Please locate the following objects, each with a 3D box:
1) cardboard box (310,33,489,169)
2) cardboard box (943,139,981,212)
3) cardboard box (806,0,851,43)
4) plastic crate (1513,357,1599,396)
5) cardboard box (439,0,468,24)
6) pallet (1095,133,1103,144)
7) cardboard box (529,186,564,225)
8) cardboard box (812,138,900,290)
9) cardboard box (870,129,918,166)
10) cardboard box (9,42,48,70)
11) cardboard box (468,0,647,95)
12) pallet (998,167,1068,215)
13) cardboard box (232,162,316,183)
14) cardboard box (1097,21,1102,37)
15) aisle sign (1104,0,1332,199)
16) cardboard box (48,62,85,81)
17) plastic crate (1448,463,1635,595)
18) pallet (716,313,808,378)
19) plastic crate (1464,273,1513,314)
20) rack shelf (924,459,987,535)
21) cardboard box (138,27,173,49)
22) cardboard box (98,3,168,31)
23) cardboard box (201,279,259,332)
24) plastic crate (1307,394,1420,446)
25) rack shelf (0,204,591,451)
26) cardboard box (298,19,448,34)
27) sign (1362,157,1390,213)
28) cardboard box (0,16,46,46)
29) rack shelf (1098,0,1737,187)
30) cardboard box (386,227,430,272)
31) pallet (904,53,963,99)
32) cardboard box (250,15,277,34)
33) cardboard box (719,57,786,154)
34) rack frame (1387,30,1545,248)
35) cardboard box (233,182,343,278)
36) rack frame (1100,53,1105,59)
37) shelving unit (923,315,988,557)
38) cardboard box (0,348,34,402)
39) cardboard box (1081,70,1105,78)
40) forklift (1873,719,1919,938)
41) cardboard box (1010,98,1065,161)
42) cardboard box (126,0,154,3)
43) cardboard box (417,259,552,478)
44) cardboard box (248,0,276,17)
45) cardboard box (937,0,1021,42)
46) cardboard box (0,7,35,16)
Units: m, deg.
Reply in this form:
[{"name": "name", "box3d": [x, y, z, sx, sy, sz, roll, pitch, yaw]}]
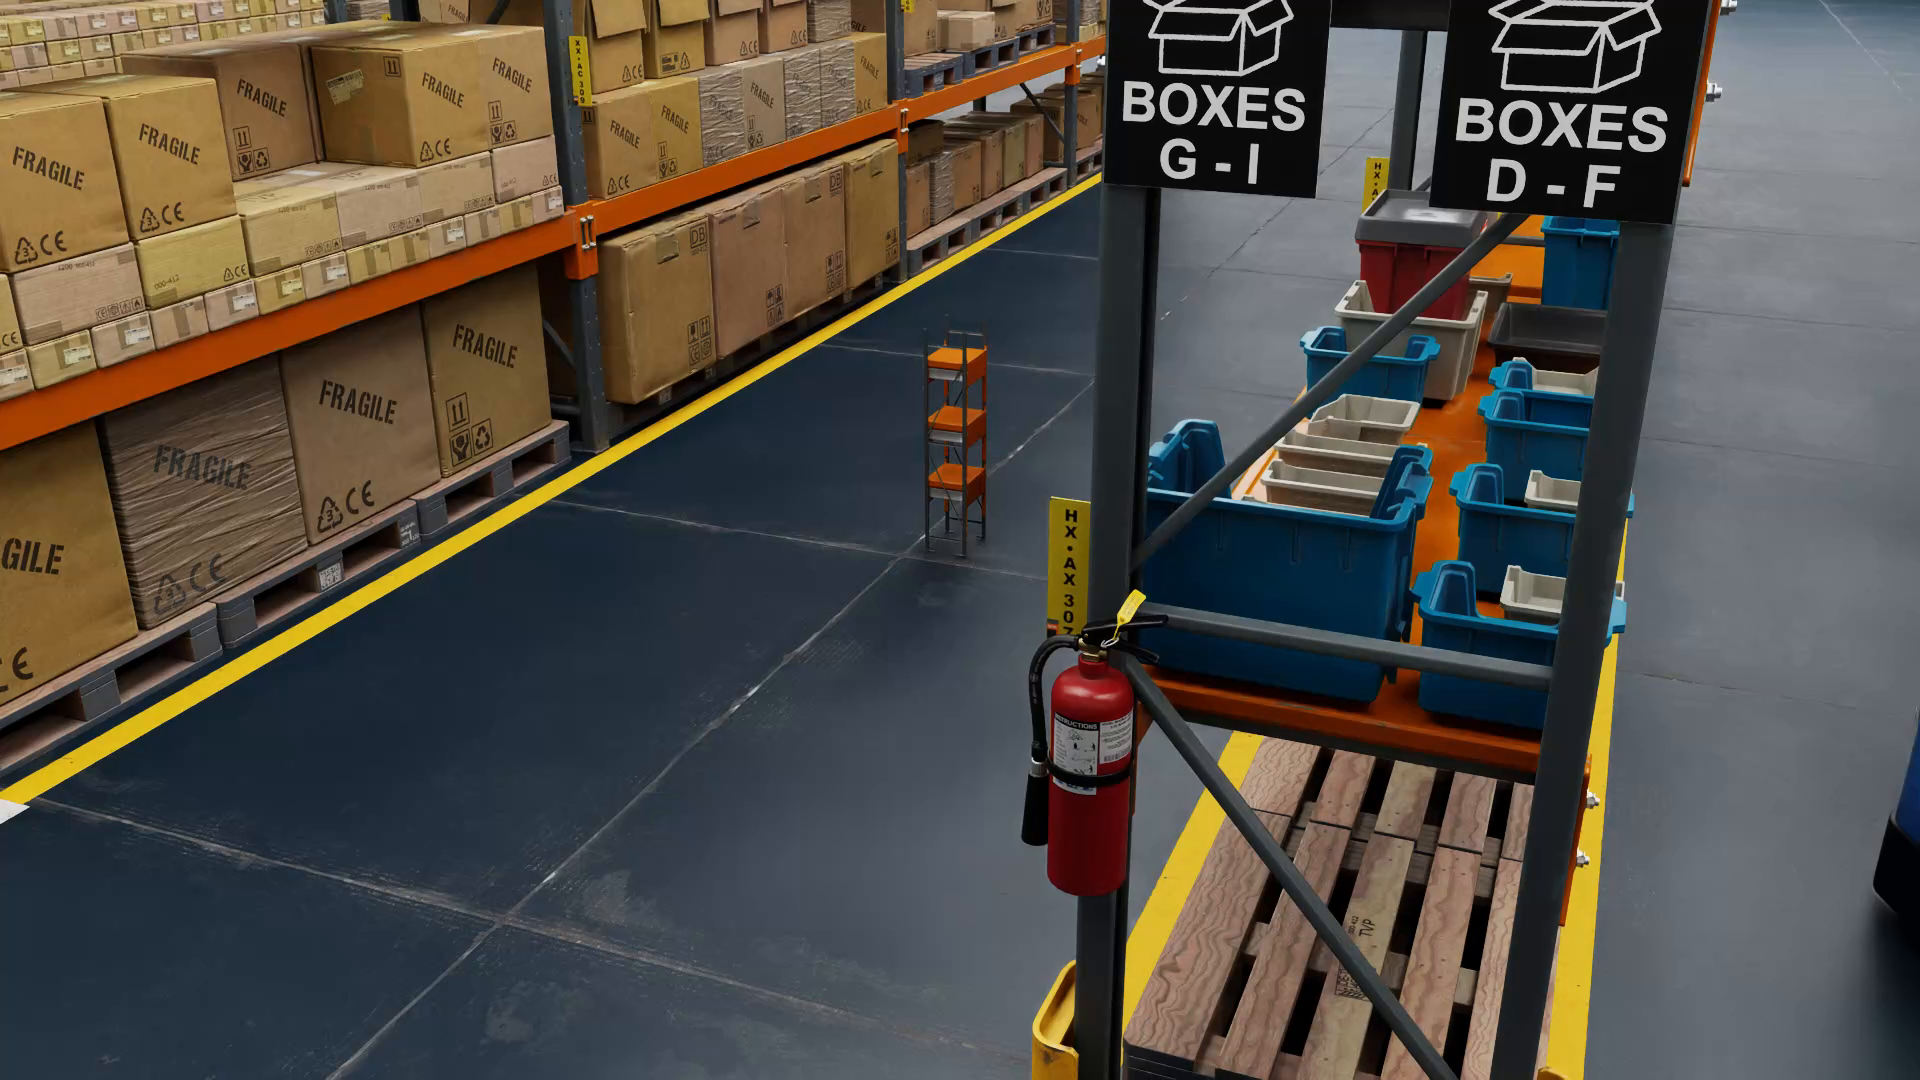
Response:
[{"name": "cardboard box", "box3d": [-2.476, -1.957, 7.378, 0.500, 0.500, 0.500, 9, 24, 21]}, {"name": "cardboard box", "box3d": [-0.249, -3.052, 13.837, 0.700, 0.500, 0.500, 11, 25, 24]}, {"name": "cardboard box", "box3d": [-1.164, -3.605, 11.058, 0.797, 0.503, 0.637, 10, 25, 22]}, {"name": "plastic crate", "box3d": [1.867, -0.455, 5.211, 0.293, 0.136, 0.466, 9, 24, 20]}, {"name": "cardboard box", "box3d": [-4.654, -4.633, 14.819, 0.500, 0.500, 0.500, 9, 24, 20]}, {"name": "pallet", "box3d": [1.276, -4.184, 17.492, 1.003, 0.211, 1.213, 9, 24, 20]}, {"name": "cardboard box", "box3d": [-2.173, -1.652, 8.139, 0.380, 0.149, 0.250, 9, 24, 20]}, {"name": "cardboard box", "box3d": [-1.153, -2.325, 11.636, 1.225, 0.875, 0.875, 8, 24, 18]}, {"name": "cardboard box", "box3d": [-0.657, -2.995, 12.728, 0.500, 0.250, 0.500, 10, 25, 22]}, {"name": "cardboard box", "box3d": [-6.168, -3.146, 10.785, 0.380, 0.149, 0.250, 9, 24, 21]}, {"name": "cardboard box", "box3d": [-2.134, -2.663, 8.802, 0.797, 0.503, 0.637, 8, 24, 19]}, {"name": "pallet", "box3d": [0.320, -3.221, 15.188, 1.003, 0.211, 1.213, 9, 24, 20]}, {"name": "cardboard box", "box3d": [-3.158, -1.498, 7.253, 0.500, 0.250, 0.500, 9, 24, 21]}, {"name": "cardboard box", "box3d": [1.139, -4.886, 15.881, 0.380, 0.149, 0.250, 9, 24, 20]}, {"name": "aisle sign", "box3d": [0.451, -0.999, 2.878, 0.394, 0.787, 0.004, 9, 24, 20]}, {"name": "cardboard box", "box3d": [-6.069, -3.102, 11.066, 0.380, 0.149, 0.250, 9, 24, 21]}, {"name": "plastic crate", "box3d": [1.391, -0.011, 4.023, 0.416, 0.233, 0.300, 9, 24, 20]}, {"name": "pallet", "box3d": [-1.695, -1.362, 10.738, 1.003, 0.211, 1.213, 9, 24, 20]}, {"name": "plastic crate", "box3d": [1.930, -0.975, 6.456, 0.396, 0.136, 0.243, 9, 24, 20]}, {"name": "rack shelf", "box3d": [-0.020, -0.199, 7.613, 0.215, 0.259, 0.240, 9, 24, 20]}, {"name": "cardboard box", "box3d": [-5.779, -3.521, 11.682, 0.380, 0.149, 0.250, 8, 24, 19]}, {"name": "cardboard box", "box3d": [-5.781, -3.658, 11.624, 0.380, 0.149, 0.250, 10, 24, 22]}, {"name": "cardboard box", "box3d": [-2.936, -0.917, 6.379, 0.380, 0.149, 0.250, 8, 24, 19]}, {"name": "plastic crate", "box3d": [1.179, -0.321, 4.890, 0.298, 0.136, 0.250, 9, 24, 20]}, {"name": "rack shelf", "box3d": [-3.106, -0.876, 6.890, 1.077, 0.370, 4.000, 9, 24, 20]}, {"name": "cardboard box", "box3d": [-2.779, -2.203, 7.969, 0.500, 0.500, 0.500, 9, 24, 20]}, {"name": "sign", "box3d": [1.725, -1.422, 6.904, 0.100, 0.325, 0.005, 9, 24, 20]}, {"name": "cardboard box", "box3d": [-6.162, -3.290, 10.743, 0.380, 0.149, 0.250, 9, 24, 21]}, {"name": "rack shelf", "box3d": [1.492, -1.551, 4.614, 1.077, 0.370, 4.000, 9, 24, 20]}, {"name": "cardboard box", "box3d": [-2.554, -1.284, 7.258, 0.380, 0.149, 0.250, 9, 24, 21]}, {"name": "pallet", "box3d": [-0.712, -3.537, 12.575, 1.213, 0.211, 1.003, 9, 24, 20]}, {"name": "cardboard box", "box3d": [-5.399, -3.885, 12.553, 0.380, 0.149, 0.250, 9, 24, 21]}, {"name": "cardboard box", "box3d": [-1.401, -2.644, 10.058, 0.500, 0.500, 0.500, 9, 24, 21]}, {"name": "rack frame", "box3d": [2.235, -1.215, 6.767, 1.000, 3.000, 0.127, 9, 24, 20]}, {"name": "cardboard box", "box3d": [-2.854, -1.248, 6.654, 0.500, 0.250, 0.500, 8, 24, 19]}, {"name": "rack frame", "box3d": [2.094, -6.218, 18.745, 1.000, 3.000, 0.127, 9, 24, 20]}, {"name": "shelving unit", "box3d": [-0.020, -0.465, 7.502, 0.215, 1.050, 0.252, 9, 24, 20]}, {"name": "cardboard box", "box3d": [-3.317, -0.549, 5.497, 0.380, 0.149, 0.250, 8, 24, 19]}, {"name": "cardboard box", "box3d": [1.656, -4.819, 18.093, 0.500, 0.500, 0.500, 16, 28, 34]}, {"name": "forklift", "box3d": [4.295, -0.082, 4.145, 3.031, 2.935, 1.130, -1, 23, -2]}, {"name": "cardboard box", "box3d": [0.794, -3.965, 16.048, 0.500, 0.500, 0.500, 8, 24, 18]}, {"name": "cardboard box", "box3d": [-6.187, -3.941, 12.302, 0.380, 0.149, 0.250, 10, 25, 23]}, {"name": "cardboard box", "box3d": [-2.683, -0.913, 8.255, 0.875, 0.875, 0.875, 9, 24, 20]}, {"name": "cardboard box", "box3d": [-5.394, -4.030, 12.515, 0.380, 0.149, 0.250, 10, 25, 22]}, {"name": "cardboard box", "box3d": [0.050, -4.395, 13.701, 0.797, 0.503, 0.637, 11, 25, 25]}, {"name": "cardboard box", "box3d": [-6.574, -3.564, 11.400, 0.380, 0.149, 0.250, 8, 24, 18]}]
